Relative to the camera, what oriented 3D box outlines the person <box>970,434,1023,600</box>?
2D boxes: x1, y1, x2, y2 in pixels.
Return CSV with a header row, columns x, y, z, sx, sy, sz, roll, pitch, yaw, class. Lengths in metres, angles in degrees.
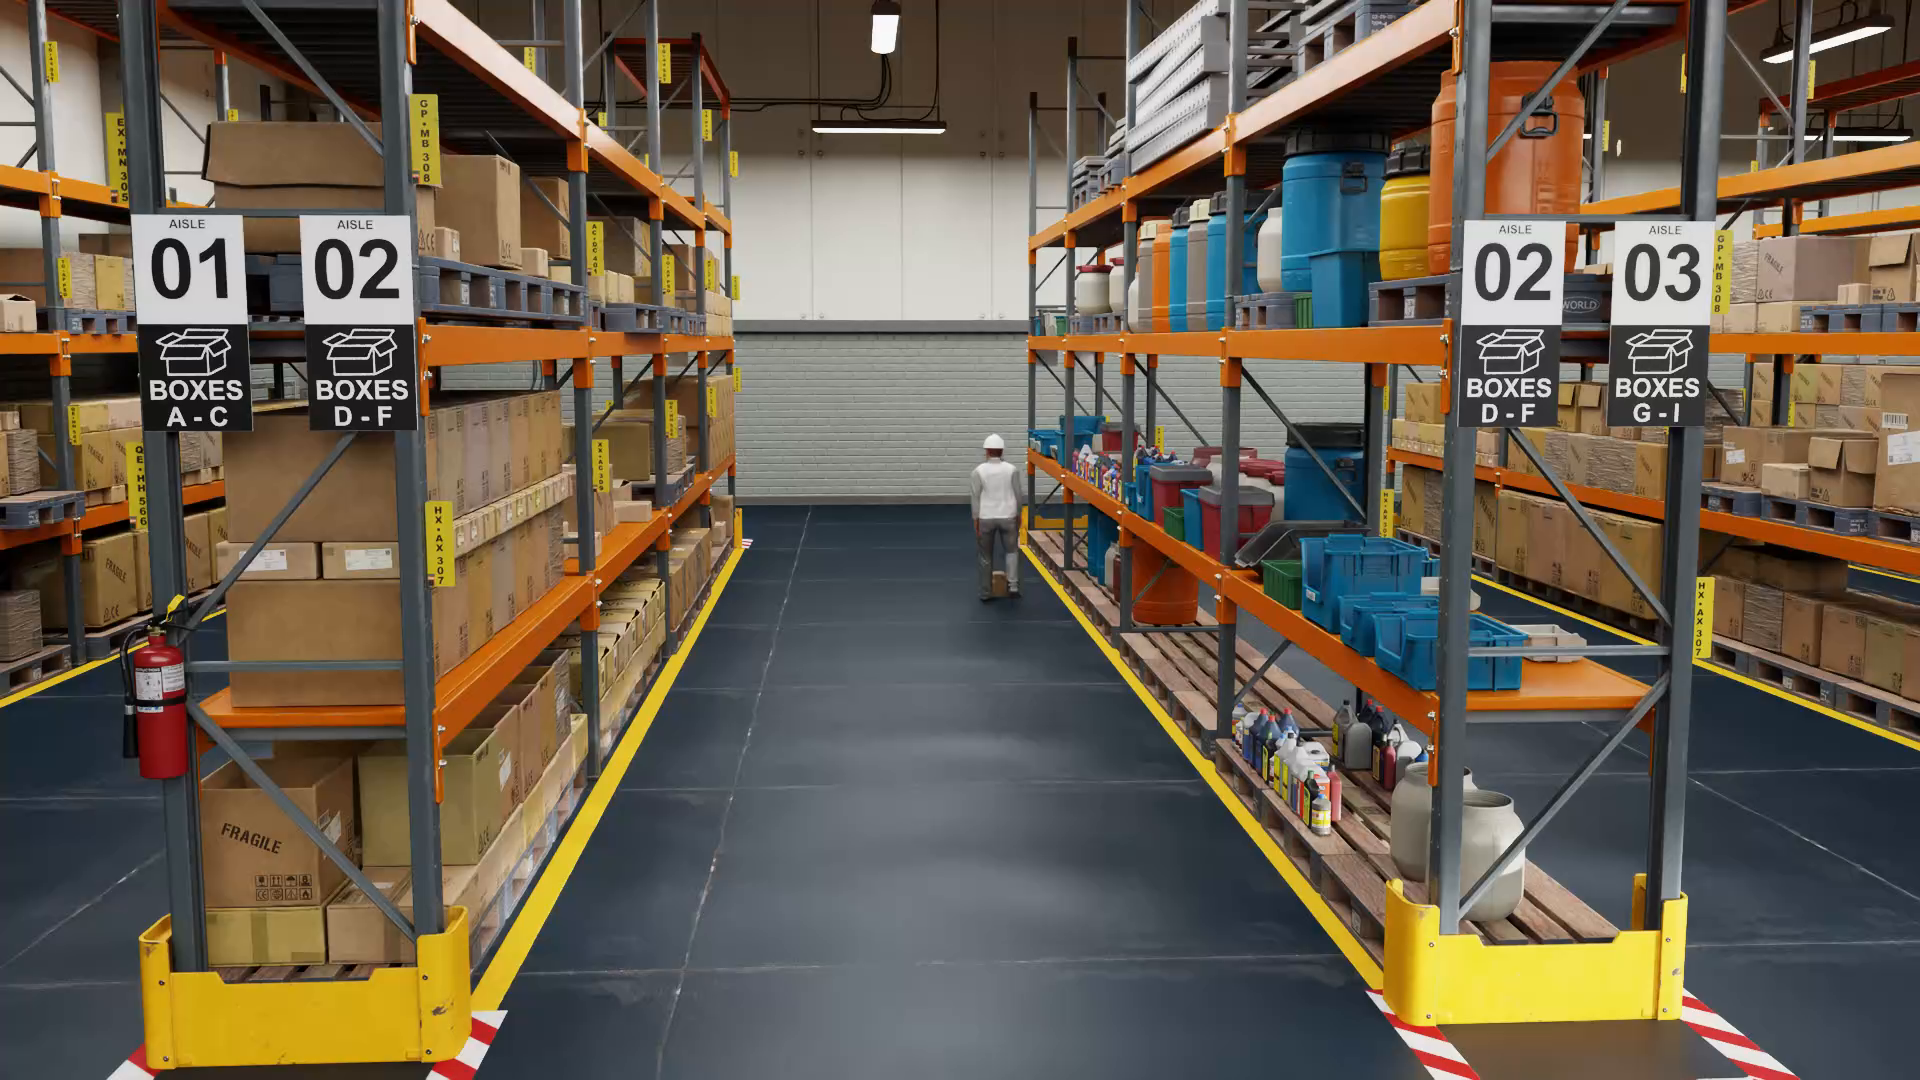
x,y,z,sx,sy,sz,roll,pitch,yaw,class
0.376,-0.231,17.518,0.555,1.767,0.683,0,7,-3,person
